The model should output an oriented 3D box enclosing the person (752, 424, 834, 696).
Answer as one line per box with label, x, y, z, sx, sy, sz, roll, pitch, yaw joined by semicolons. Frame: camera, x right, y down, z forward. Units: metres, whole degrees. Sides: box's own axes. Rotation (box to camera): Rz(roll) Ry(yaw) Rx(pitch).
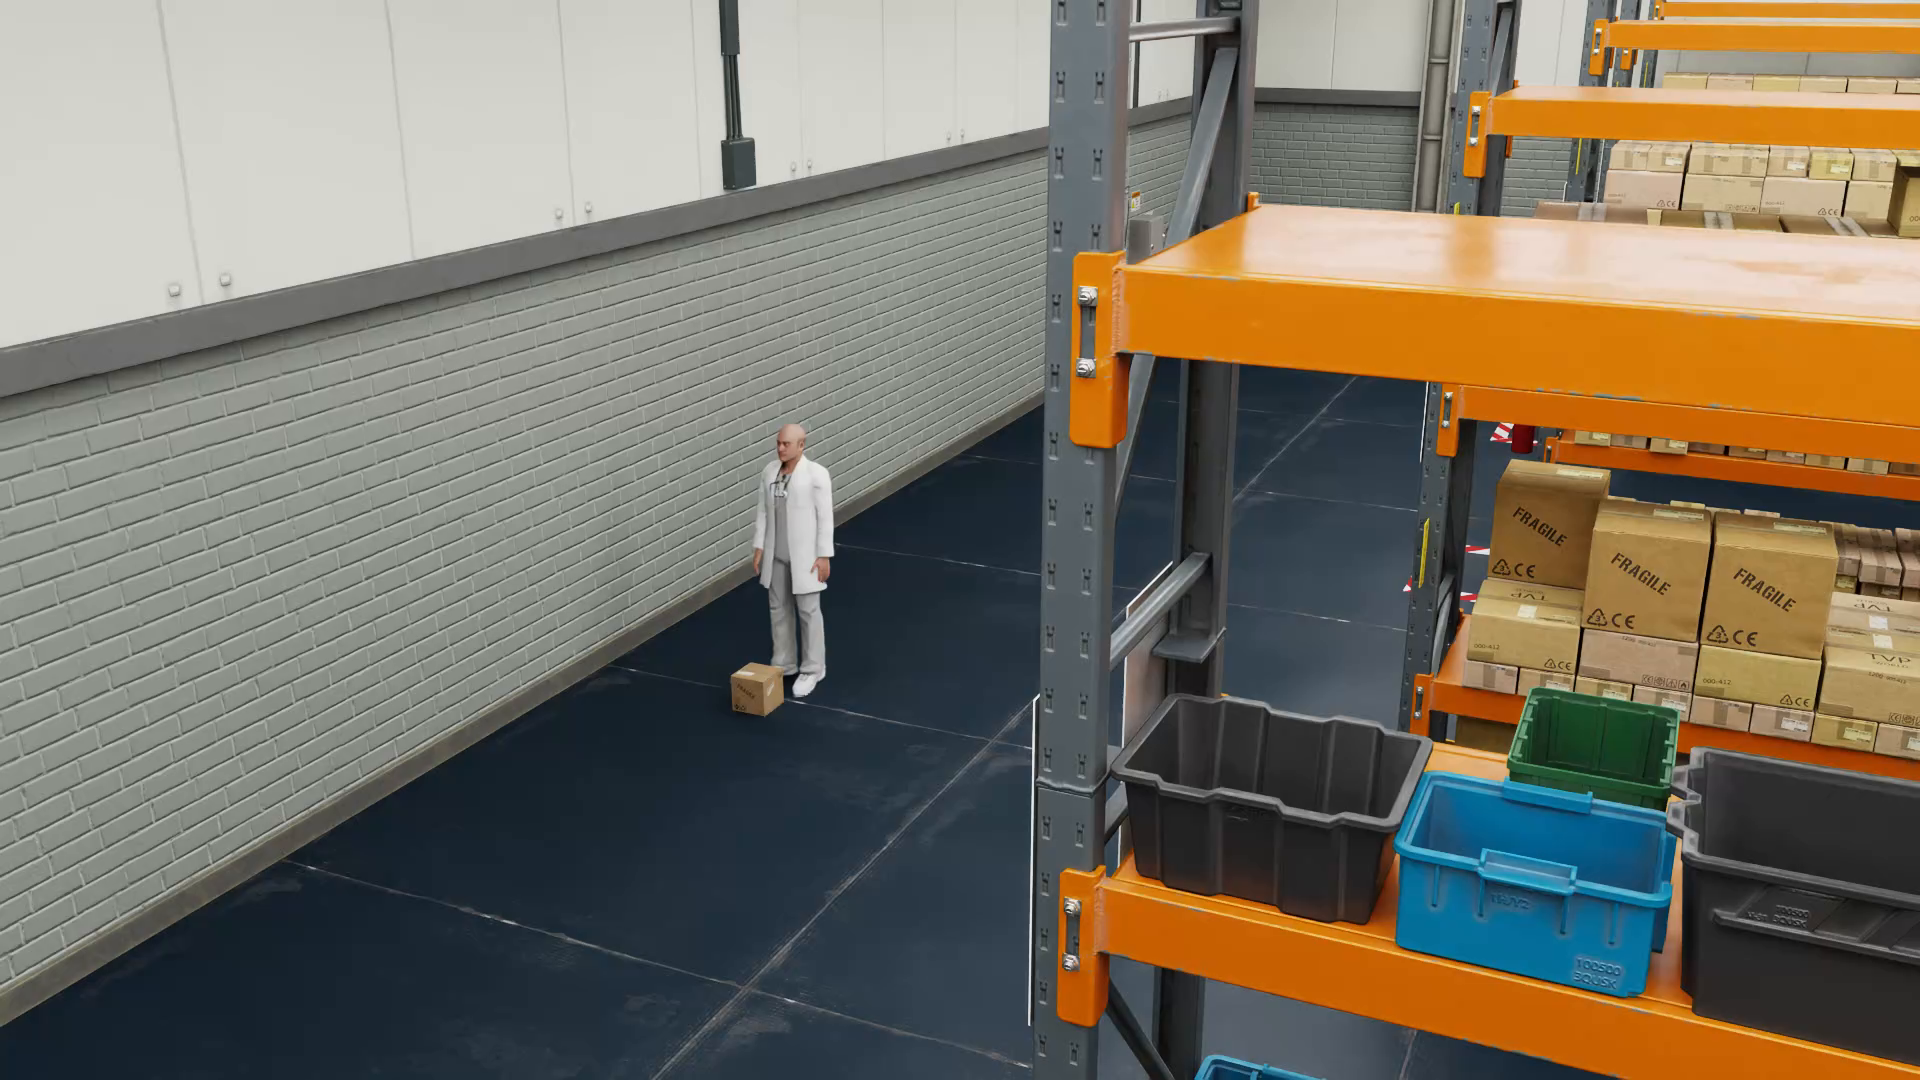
person;-1.158;0.123;11.183;0.618;1.802;0.470;10;21;28
